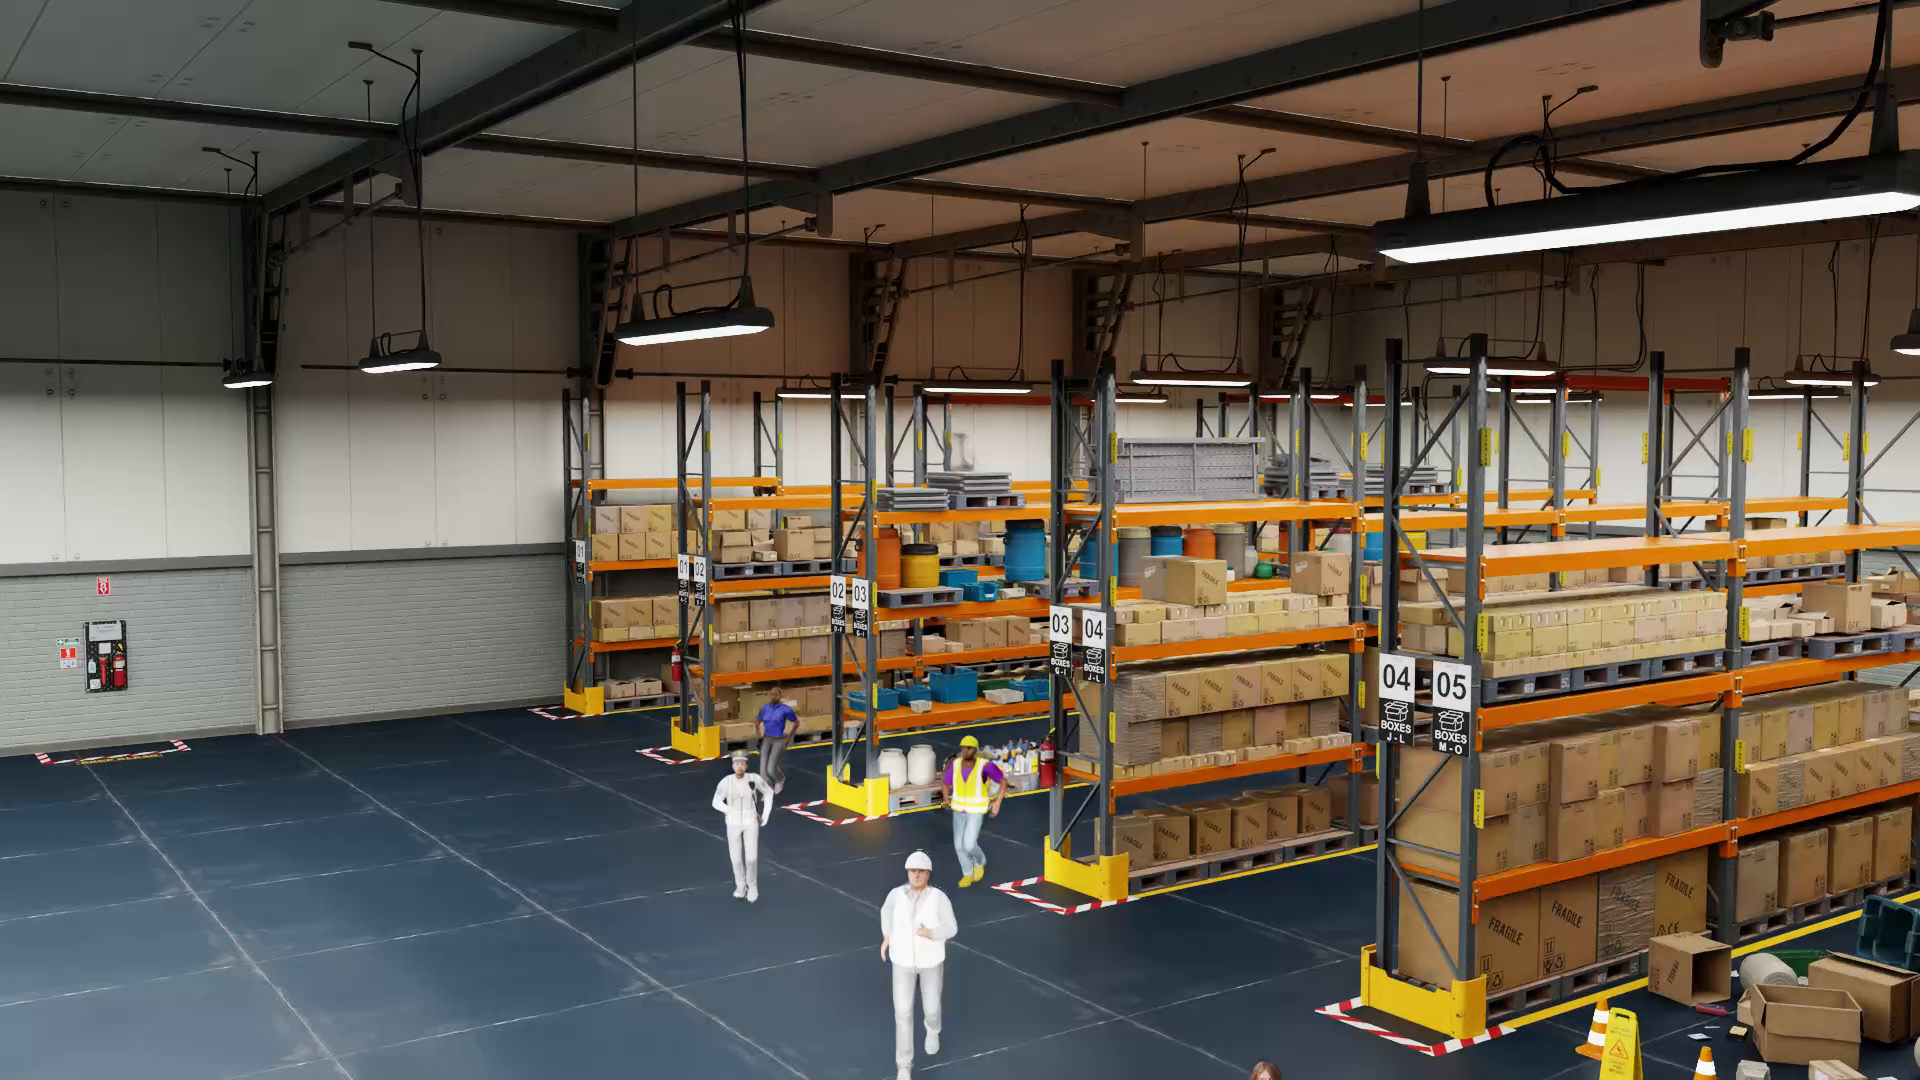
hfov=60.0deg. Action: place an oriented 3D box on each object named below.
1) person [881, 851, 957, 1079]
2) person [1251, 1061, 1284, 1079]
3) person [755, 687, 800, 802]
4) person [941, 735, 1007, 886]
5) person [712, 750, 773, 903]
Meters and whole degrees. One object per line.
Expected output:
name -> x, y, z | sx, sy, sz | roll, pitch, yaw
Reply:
person -> -0.341, 3.391, 13.392 | 0.651, 1.768, 0.956 | 0, 4, 5
person -> 1.763, 3.778, 9.587 | 0.539, 1.564, 0.756 | 0, 4, 6
person -> -2.610, 2.874, 23.386 | 0.620, 1.629, 0.557 | 1, 4, 19
person -> 0.109, 3.087, 18.890 | 0.738, 1.735, 0.572 | 1, 4, 22
person -> -2.390, 3.143, 18.266 | 0.649, 1.698, 0.651 | 0, 4, -3
